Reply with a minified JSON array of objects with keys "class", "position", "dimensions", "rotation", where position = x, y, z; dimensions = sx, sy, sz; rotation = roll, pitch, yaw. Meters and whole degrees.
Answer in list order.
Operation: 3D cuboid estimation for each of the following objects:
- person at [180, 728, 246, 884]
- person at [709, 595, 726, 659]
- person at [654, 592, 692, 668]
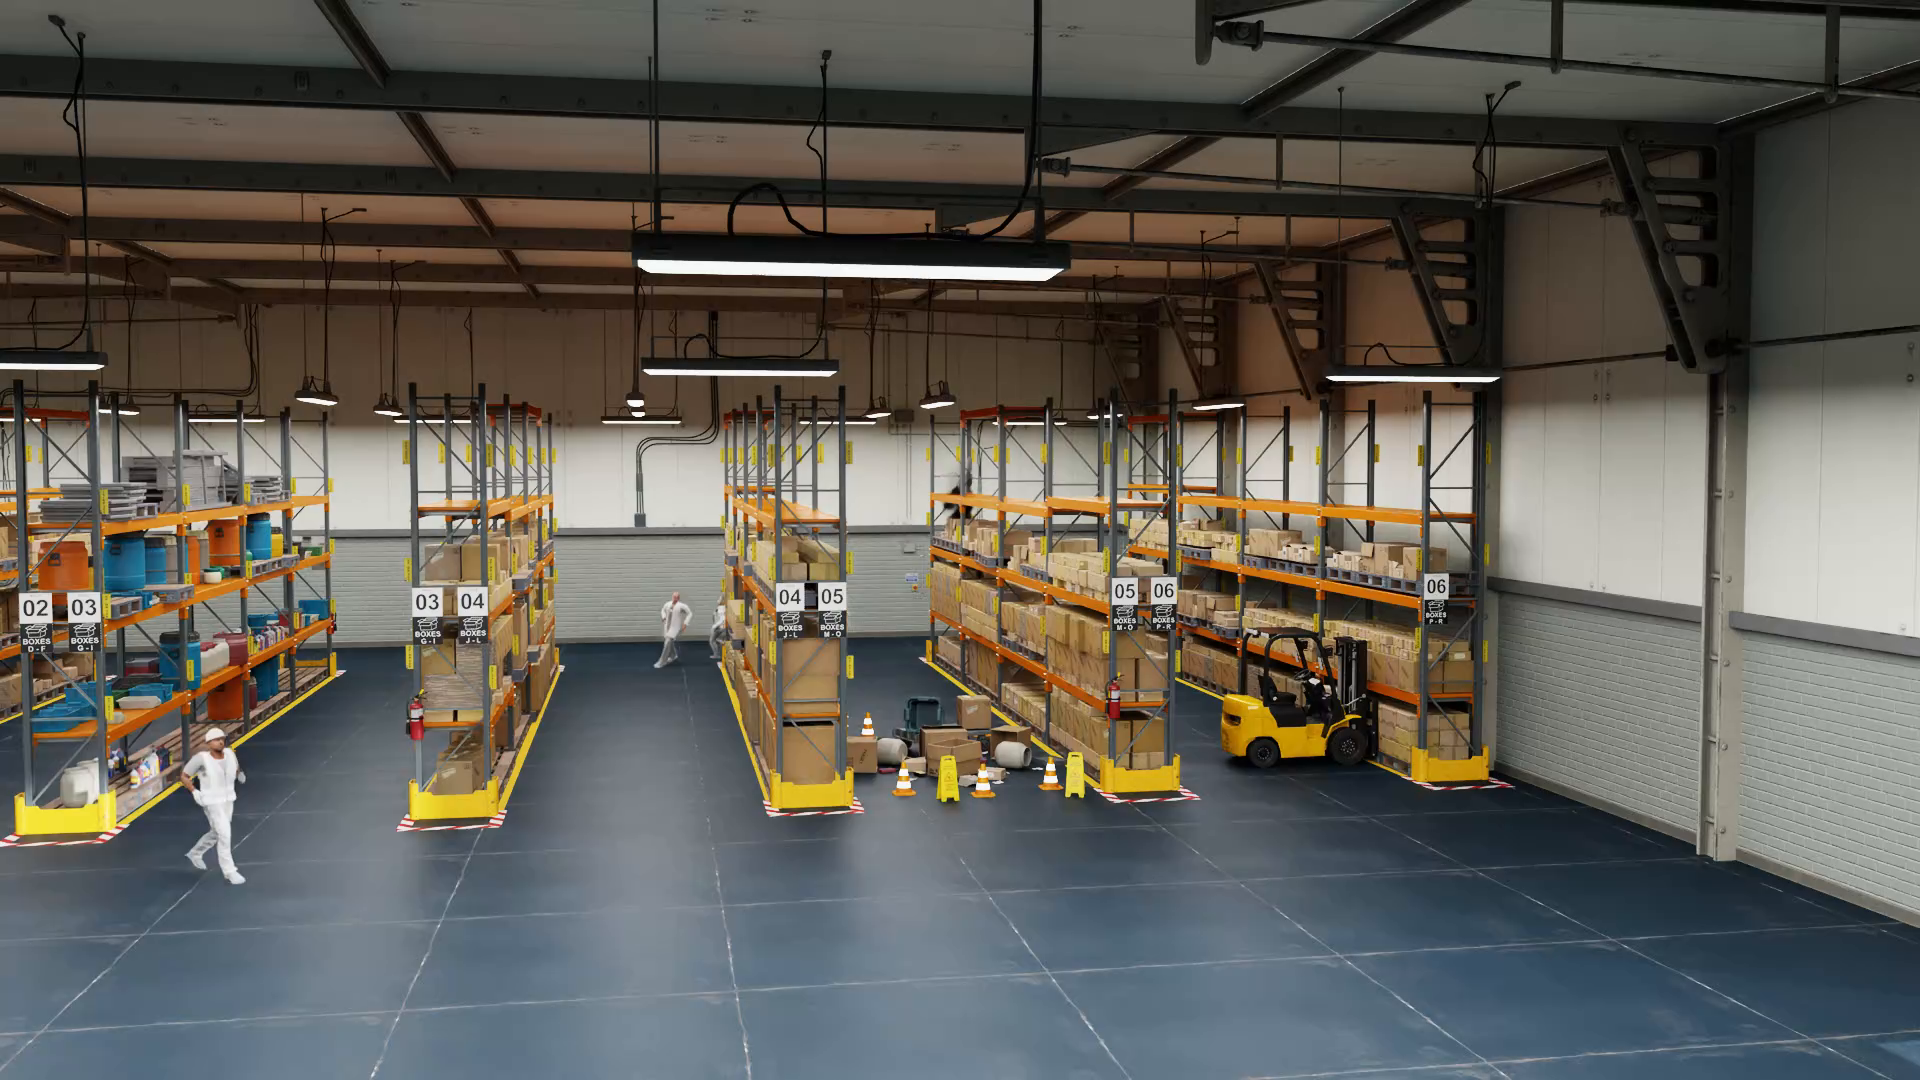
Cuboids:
[{"class":"person","position":[-8.783,3.109,19.651],"dimensions":[0.926,1.796,0.657],"rotation":[1,3,24]},{"class":"person","position":[-5.909,2.128,40.712],"dimensions":[0.554,1.599,0.667],"rotation":[0,3,3]},{"class":"person","position":[-6.810,2.116,39.448],"dimensions":[0.798,1.765,0.953],"rotation":[2,3,28]}]
